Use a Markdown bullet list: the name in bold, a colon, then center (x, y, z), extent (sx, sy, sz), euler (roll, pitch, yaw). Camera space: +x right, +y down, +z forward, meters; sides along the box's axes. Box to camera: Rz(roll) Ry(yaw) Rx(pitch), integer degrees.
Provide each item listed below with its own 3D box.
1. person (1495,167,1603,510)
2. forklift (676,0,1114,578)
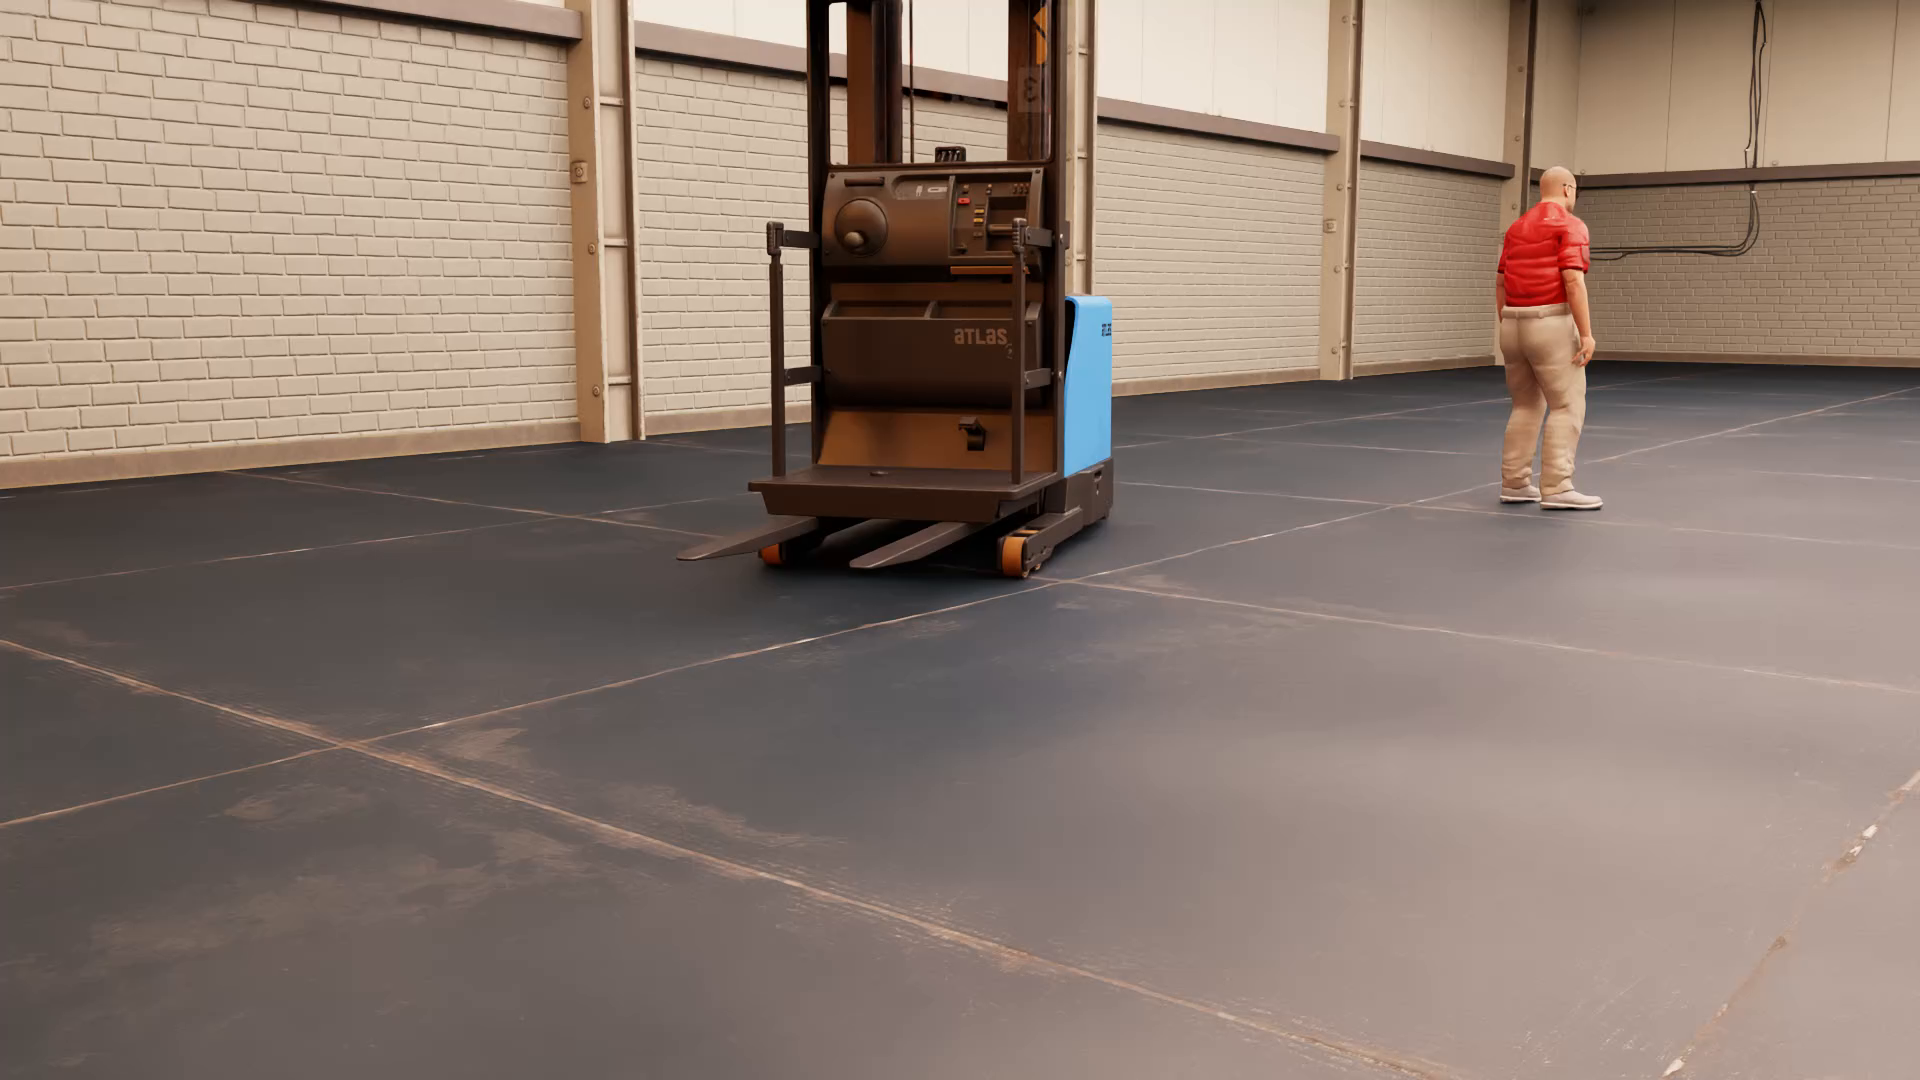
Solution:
- **person**: center (3.010, -1.039, 8.541), extent (0.399, 1.726, 0.600), euler (-4, 9, -24)
- **forklift**: center (-0.176, -1.366, 6.616), extent (1.130, 2.935, 3.031), euler (3, 9, 17)
